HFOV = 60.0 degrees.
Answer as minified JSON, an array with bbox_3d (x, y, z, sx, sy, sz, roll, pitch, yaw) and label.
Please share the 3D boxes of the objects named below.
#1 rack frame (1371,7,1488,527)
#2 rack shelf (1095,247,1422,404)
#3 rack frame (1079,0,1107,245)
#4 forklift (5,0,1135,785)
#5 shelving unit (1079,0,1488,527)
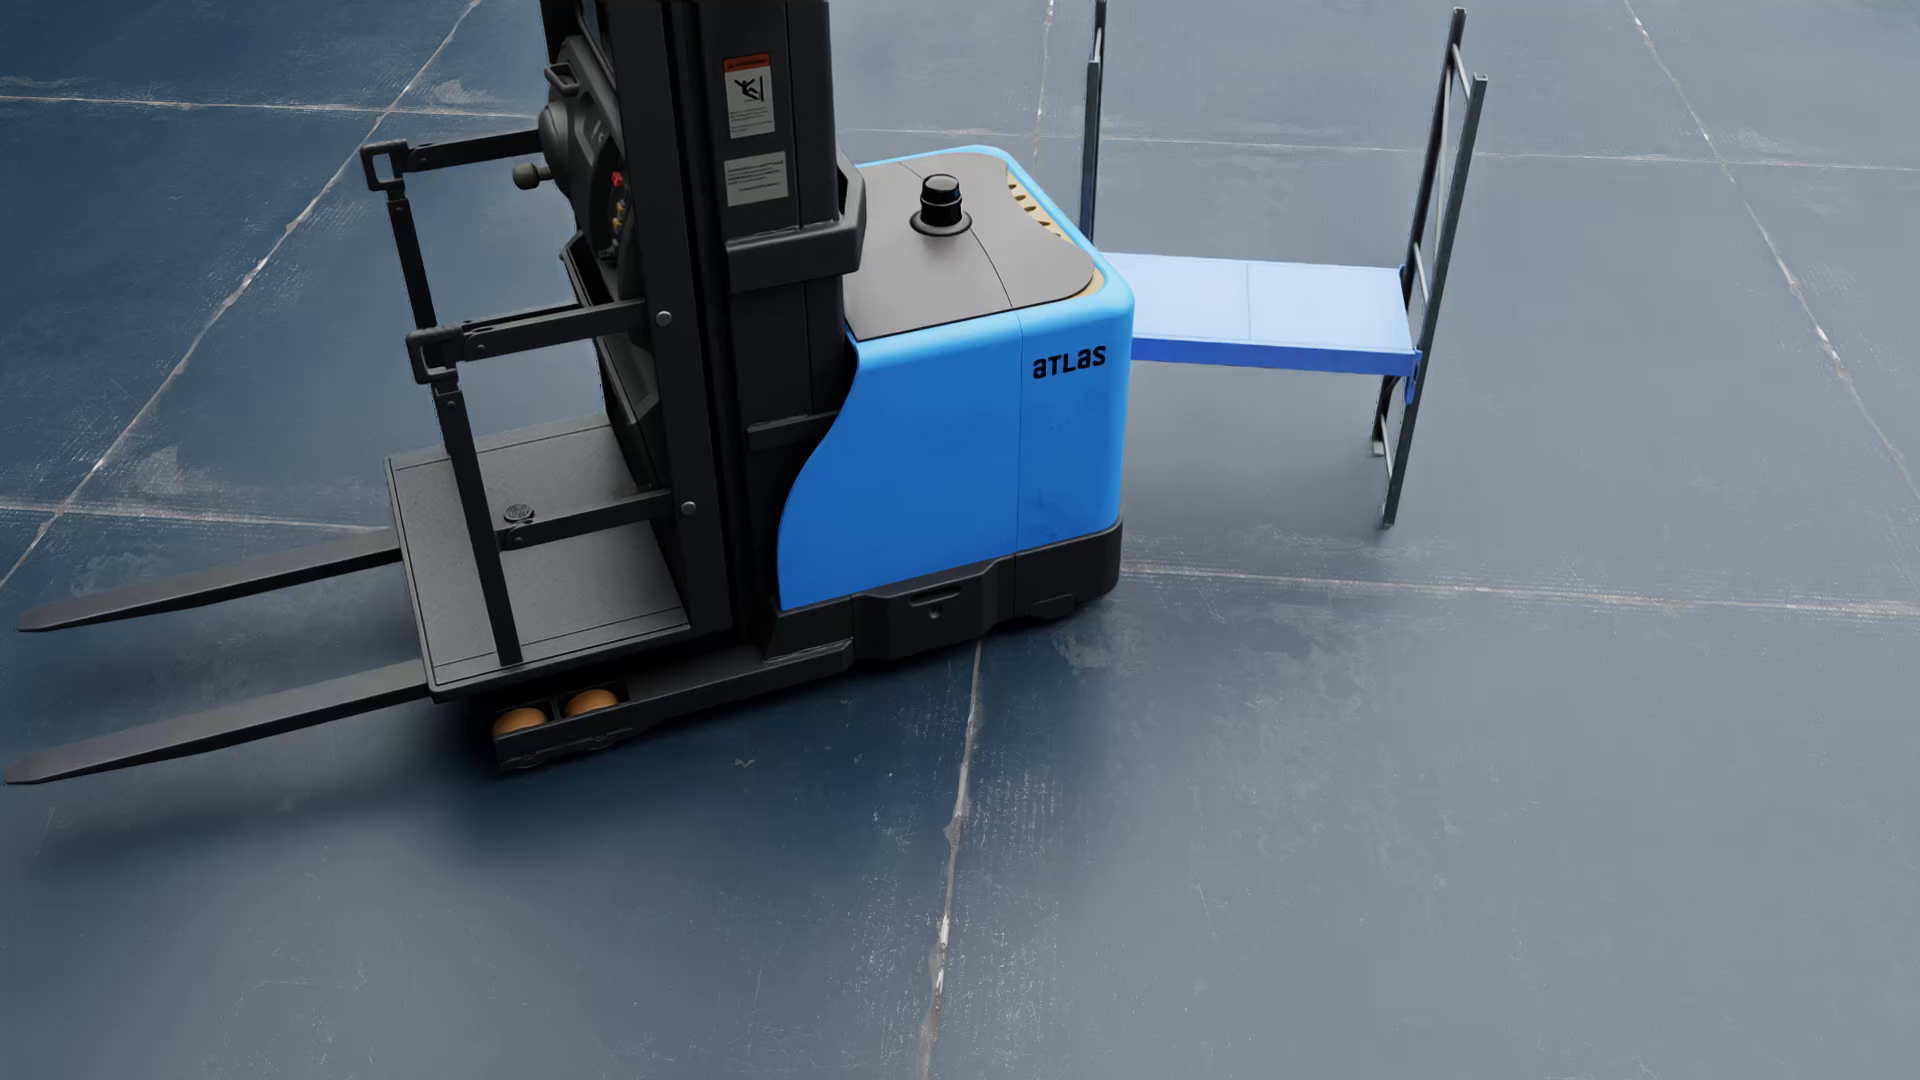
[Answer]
[{"bbox_3d":[1.395,-0.779,5.020,0.032,1.500,0.500,4,39,5],"label":"rack frame"},{"bbox_3d":[0.890,-0.676,5.177,1.000,0.185,0.538,4,39,5],"label":"rack shelf"},{"bbox_3d":[0.385,-0.851,5.108,0.032,1.500,0.500,4,39,5],"label":"rack frame"},{"bbox_3d":[-1.093,-0.898,4.032,3.031,2.935,1.130,-14,41,-16],"label":"forklift"},{"bbox_3d":[0.890,-0.815,5.064,1.048,1.500,0.538,4,39,5],"label":"shelving unit"}]
